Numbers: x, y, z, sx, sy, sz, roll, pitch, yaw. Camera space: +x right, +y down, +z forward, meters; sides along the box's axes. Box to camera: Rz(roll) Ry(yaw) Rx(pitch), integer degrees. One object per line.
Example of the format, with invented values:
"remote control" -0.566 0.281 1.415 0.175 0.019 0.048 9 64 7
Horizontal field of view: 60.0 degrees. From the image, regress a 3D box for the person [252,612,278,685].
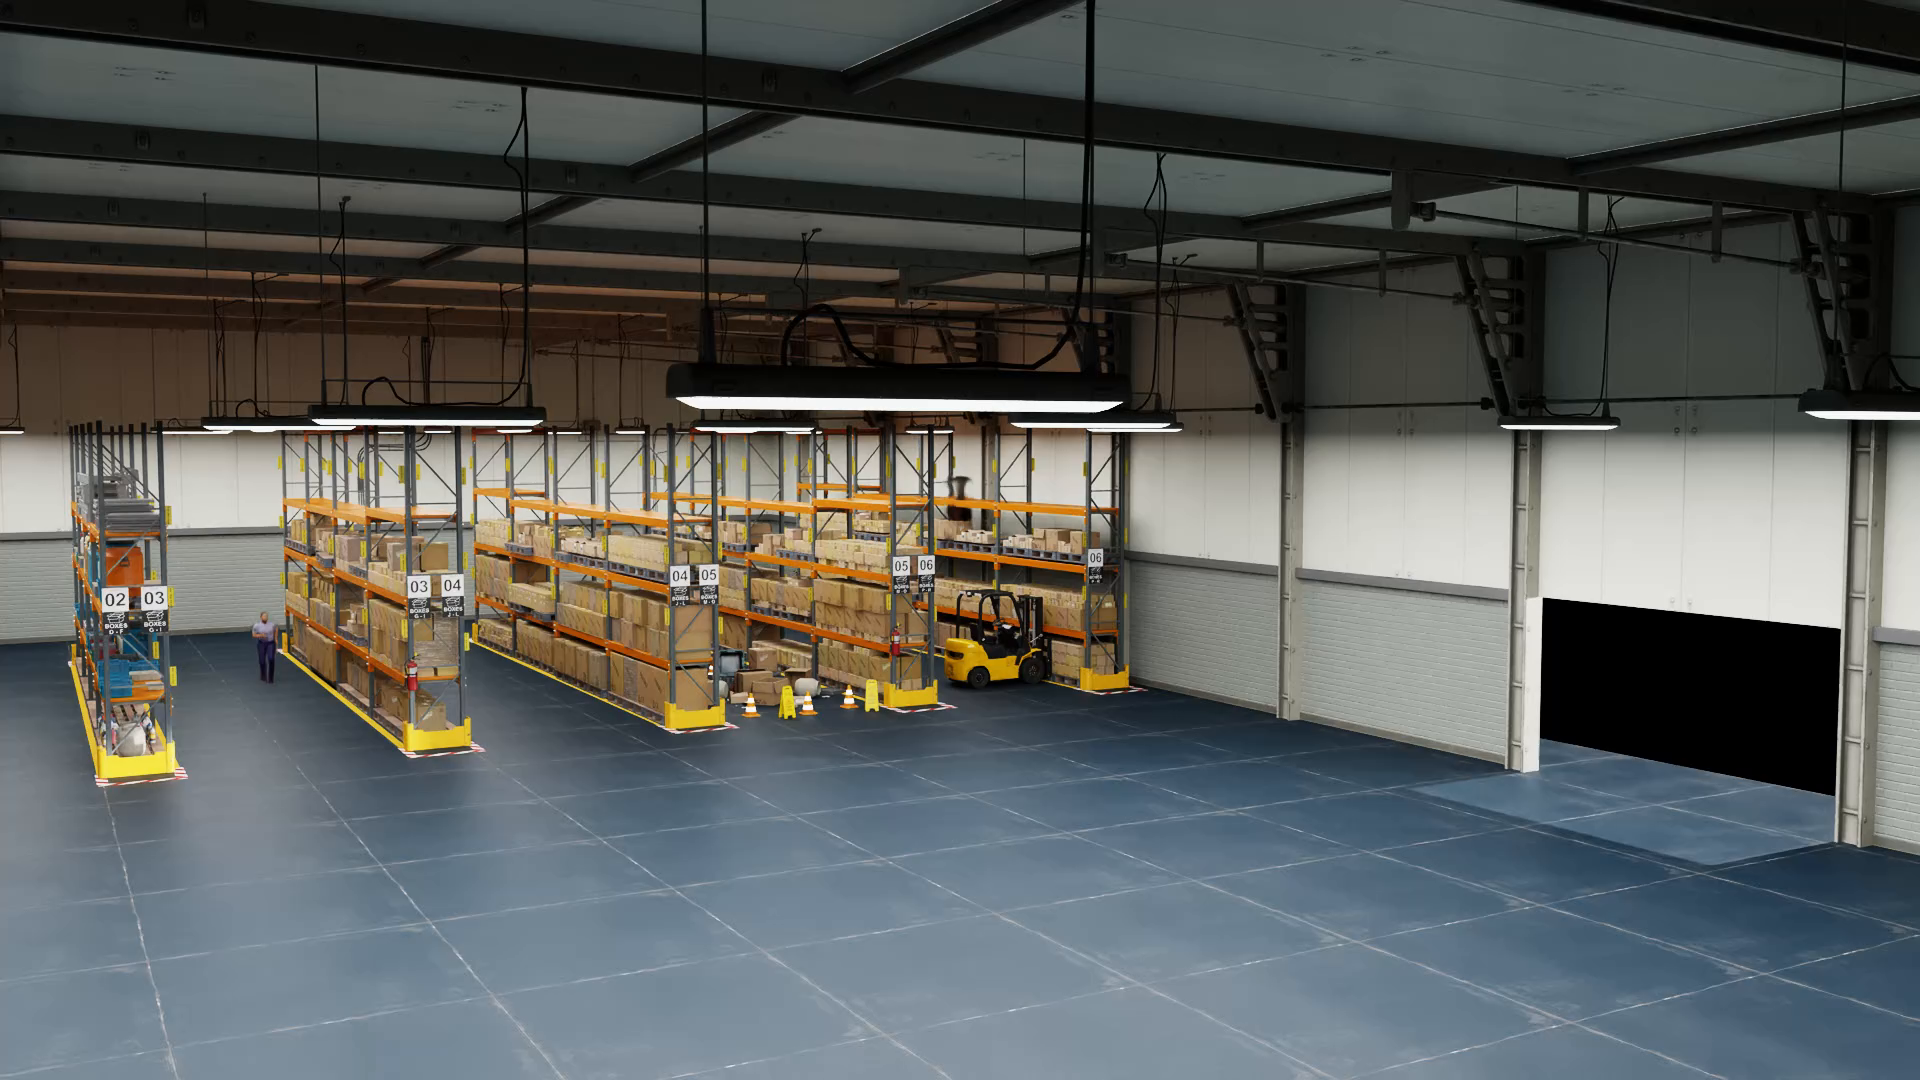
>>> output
"person" -16.173 2.509 38.714 0.550 1.707 0.842 -1 4 -22
